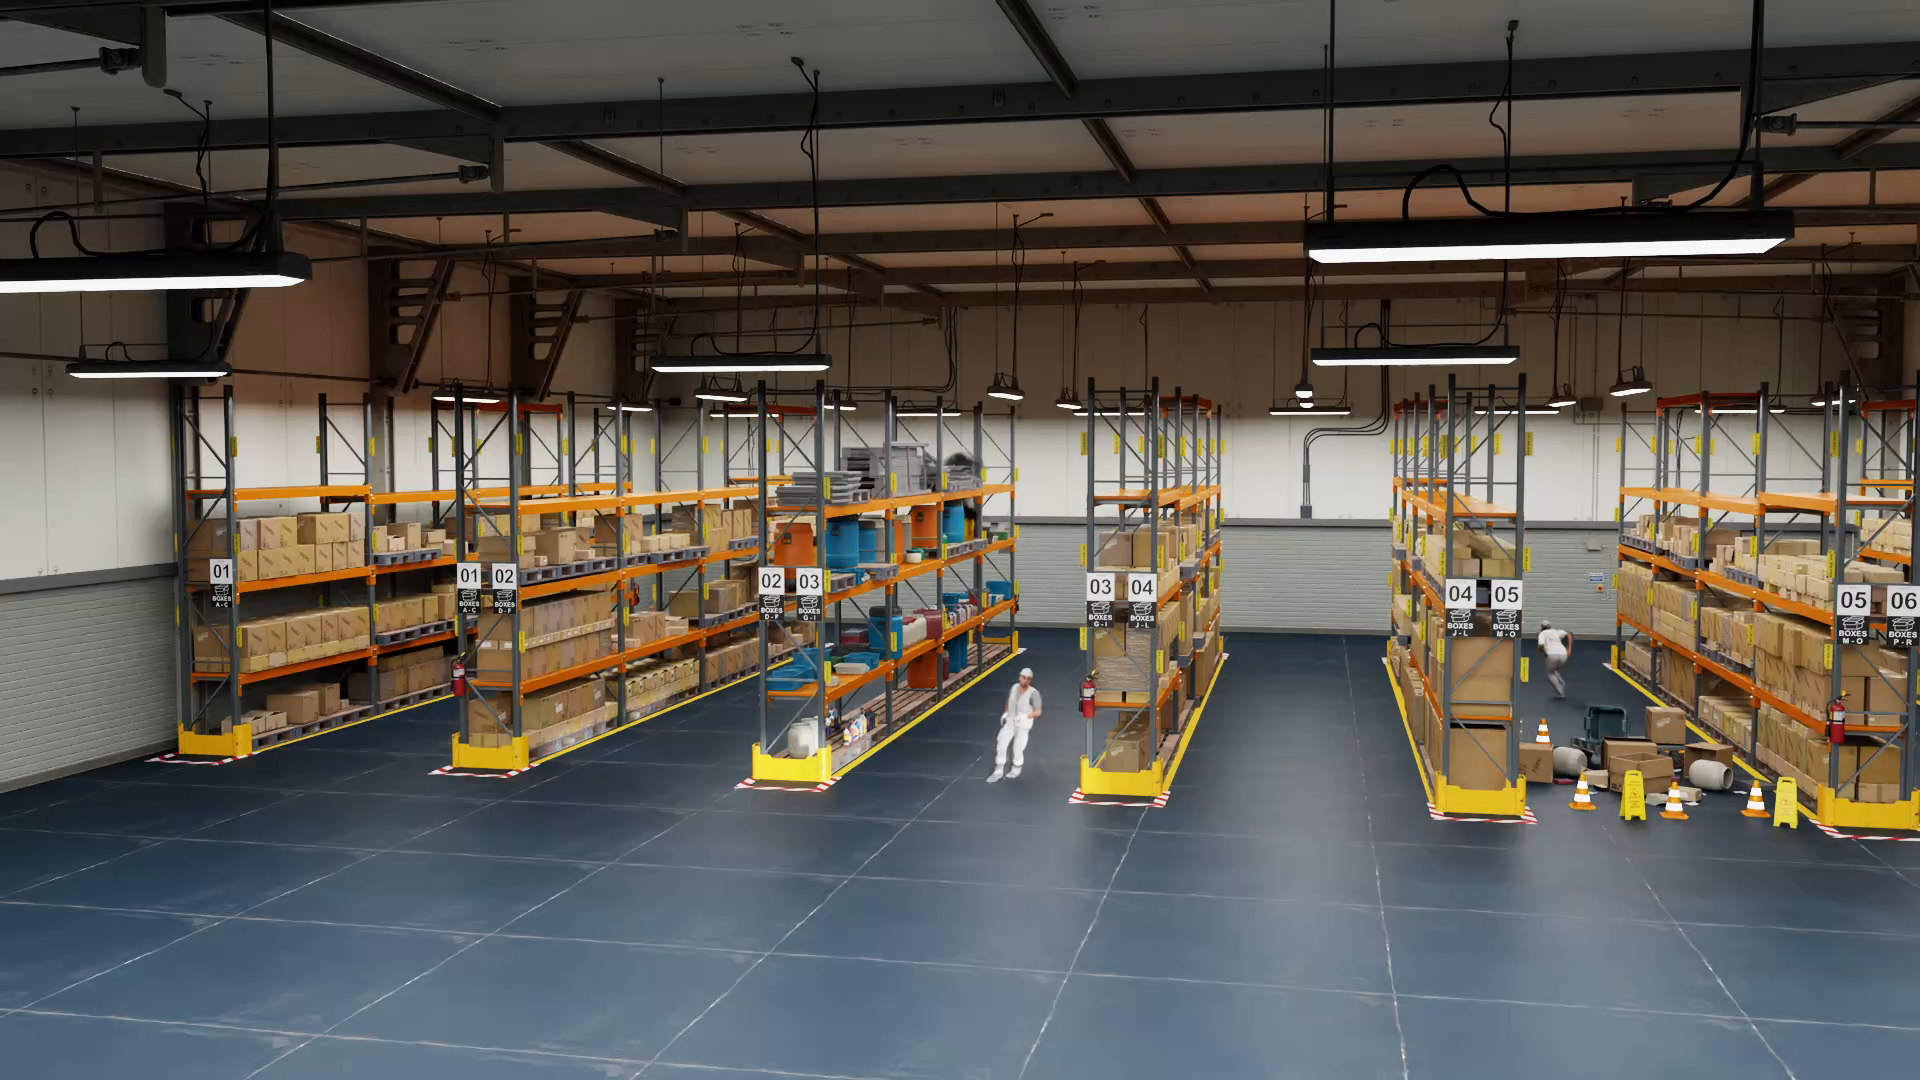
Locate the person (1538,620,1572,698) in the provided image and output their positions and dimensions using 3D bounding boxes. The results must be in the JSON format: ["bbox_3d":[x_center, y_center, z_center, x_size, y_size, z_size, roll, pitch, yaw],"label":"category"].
[{"bbox_3d":[11.972,2.385,33.460,0.643,1.496,0.834,-1,3,-14],"label":"person"}]

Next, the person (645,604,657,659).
[{"bbox_3d":[-6.699,2.193,36.450,0.606,1.554,0.593,0,3,6],"label":"person"}]

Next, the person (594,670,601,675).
[{"bbox_3d":[-7.565,2.237,33.986,0.630,1.736,0.586,-1,3,-20],"label":"person"}]

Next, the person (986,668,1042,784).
[{"bbox_3d":[0.847,2.749,24.663,0.827,1.742,0.687,2,4,29],"label":"person"}]
